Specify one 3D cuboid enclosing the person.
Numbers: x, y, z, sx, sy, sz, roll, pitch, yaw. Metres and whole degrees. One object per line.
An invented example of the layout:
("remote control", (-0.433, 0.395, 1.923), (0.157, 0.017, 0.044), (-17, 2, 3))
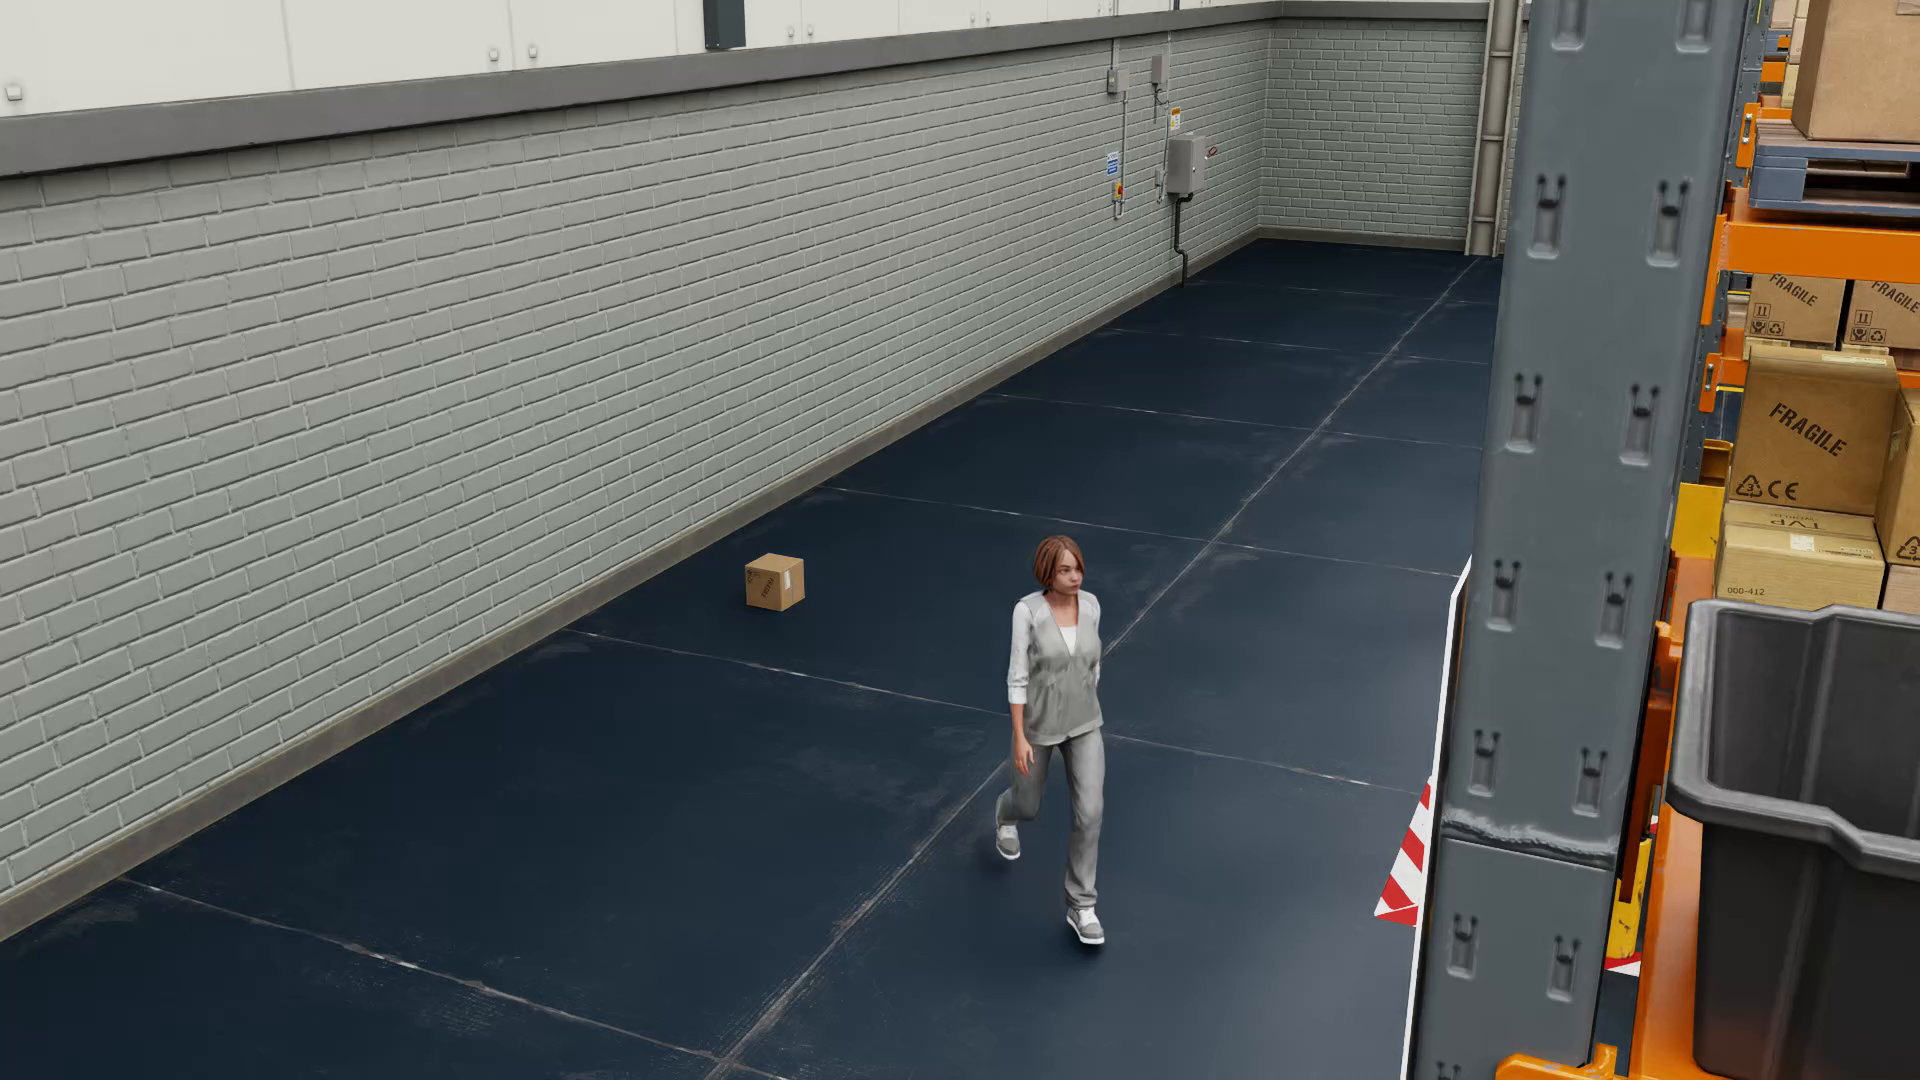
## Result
("person", (0.374, 0.438, 6.365), (0.407, 0.936, 0.320), (-5, 20, -14))
